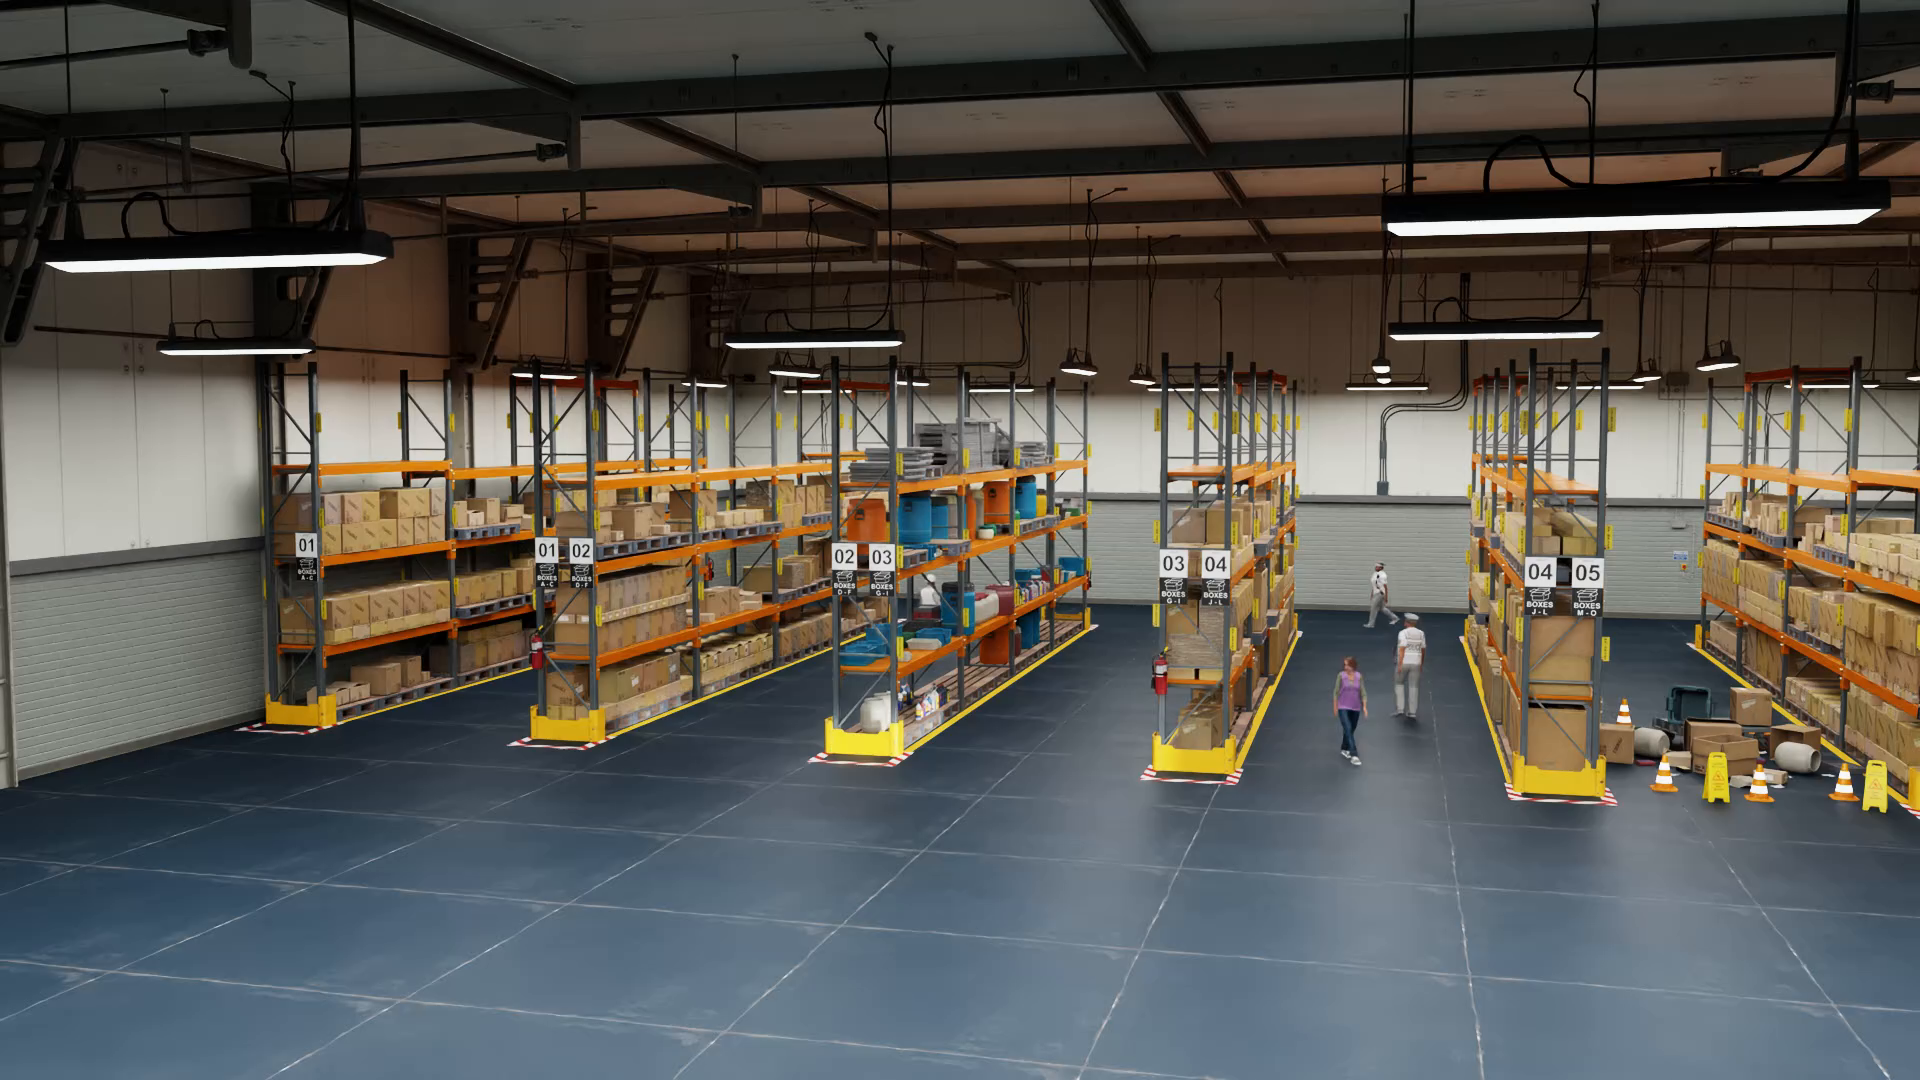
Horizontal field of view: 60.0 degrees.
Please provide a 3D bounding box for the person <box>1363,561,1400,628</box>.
[{"bbox_3d":[10.284,1.314,40.574,0.951,1.641,0.459,0,4,-5],"label":"person"}]

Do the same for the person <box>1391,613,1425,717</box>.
[{"bbox_3d":[7.662,2.160,28.296,0.544,1.820,0.609,0,4,4],"label":"person"}]

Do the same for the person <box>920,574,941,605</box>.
[{"bbox_3d":[-0.640,1.619,35.551,0.567,1.776,0.479,3,5,40],"label":"person"}]

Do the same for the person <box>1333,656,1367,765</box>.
[{"bbox_3d":[5.748,2.487,24.419,0.442,1.557,0.916,0,4,-5],"label":"person"}]
